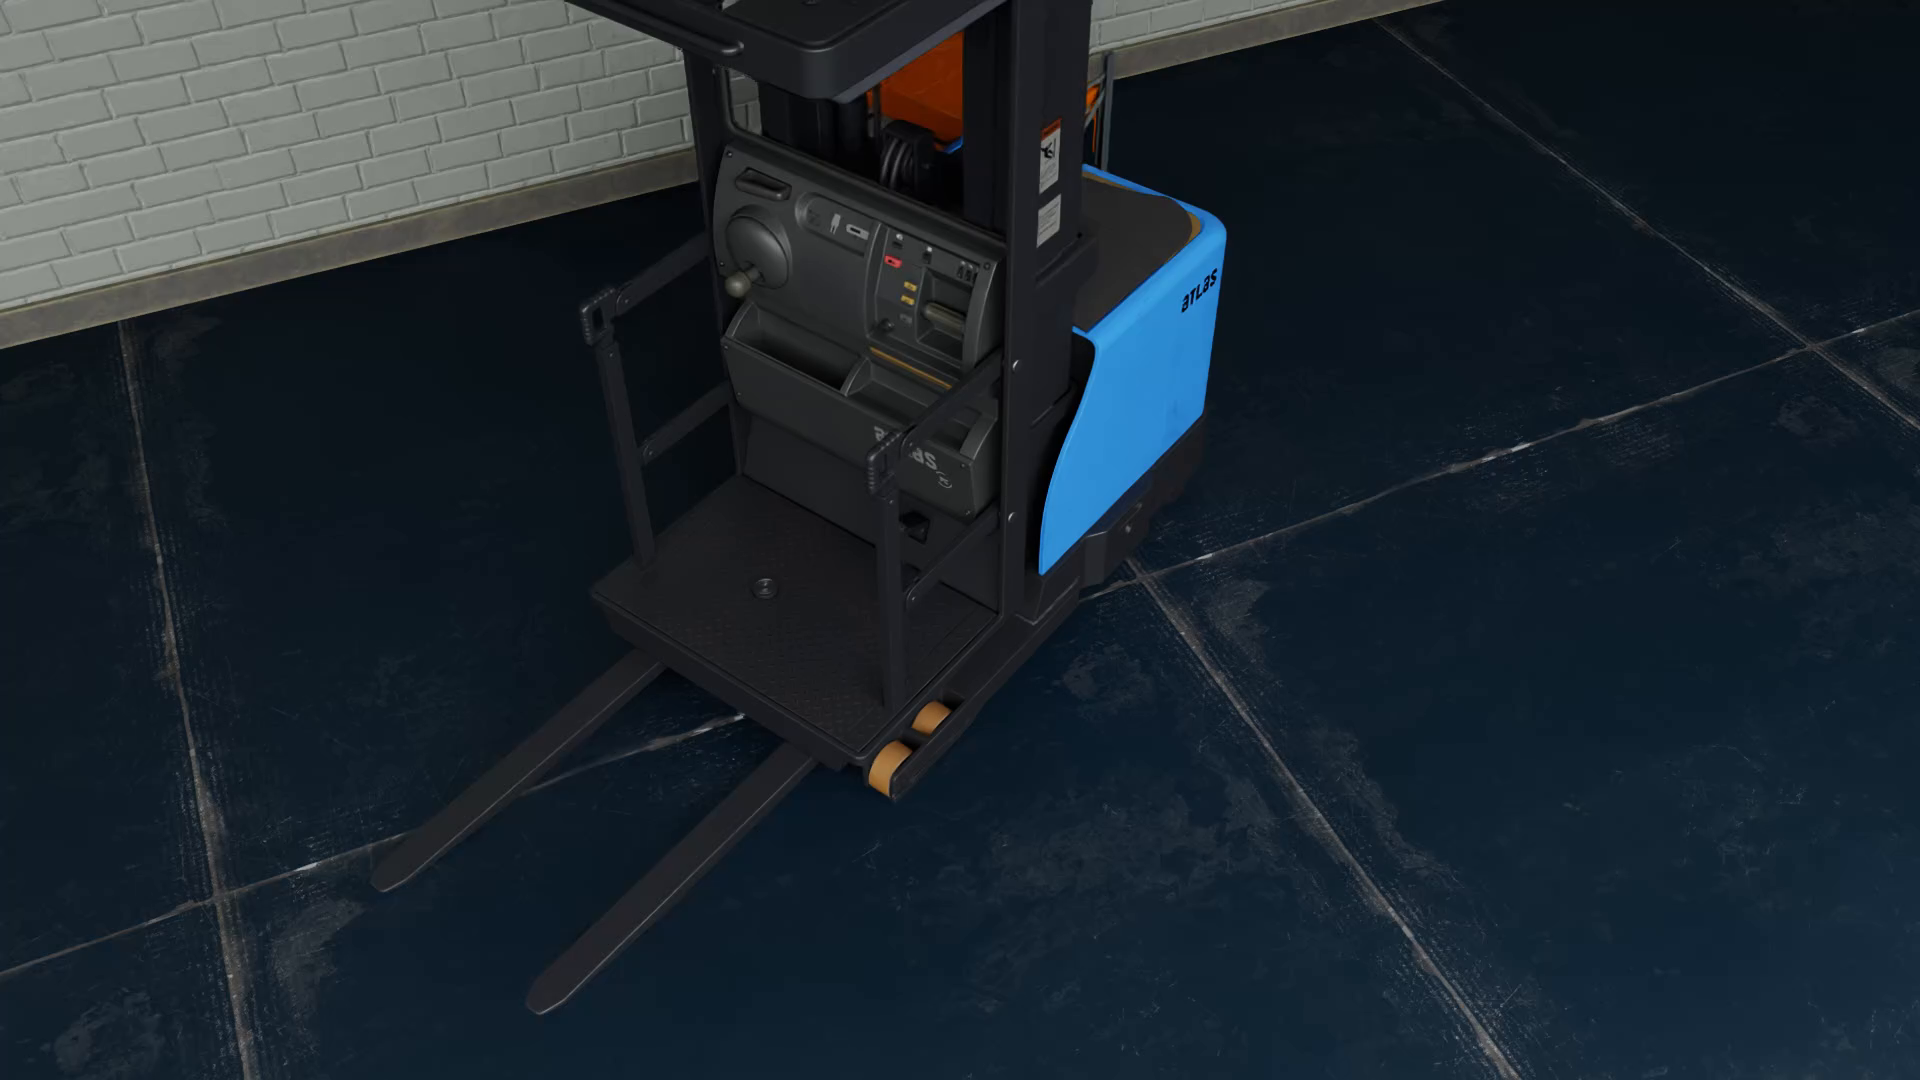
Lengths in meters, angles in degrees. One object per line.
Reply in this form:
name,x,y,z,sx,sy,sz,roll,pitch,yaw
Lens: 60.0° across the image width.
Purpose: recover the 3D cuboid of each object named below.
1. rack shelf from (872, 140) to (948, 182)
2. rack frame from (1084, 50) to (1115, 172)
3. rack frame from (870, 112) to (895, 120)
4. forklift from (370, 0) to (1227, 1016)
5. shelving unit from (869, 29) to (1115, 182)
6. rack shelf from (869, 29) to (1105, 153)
rack shelf,-0.009,-1.258,6.573,1.000,0.278,0.538,30,52,27
rack frame,0.381,-1.203,6.168,0.032,1.125,0.500,30,52,27
rack frame,-0.399,-1.662,6.633,0.032,1.125,0.500,30,52,27
forklift,-0.424,-0.671,4.343,1.130,2.935,3.031,28,51,25
shelving unit,-0.009,-1.432,6.401,1.048,1.125,0.538,30,52,27
rack shelf,-0.009,-1.641,6.195,1.000,0.278,0.538,30,52,27
